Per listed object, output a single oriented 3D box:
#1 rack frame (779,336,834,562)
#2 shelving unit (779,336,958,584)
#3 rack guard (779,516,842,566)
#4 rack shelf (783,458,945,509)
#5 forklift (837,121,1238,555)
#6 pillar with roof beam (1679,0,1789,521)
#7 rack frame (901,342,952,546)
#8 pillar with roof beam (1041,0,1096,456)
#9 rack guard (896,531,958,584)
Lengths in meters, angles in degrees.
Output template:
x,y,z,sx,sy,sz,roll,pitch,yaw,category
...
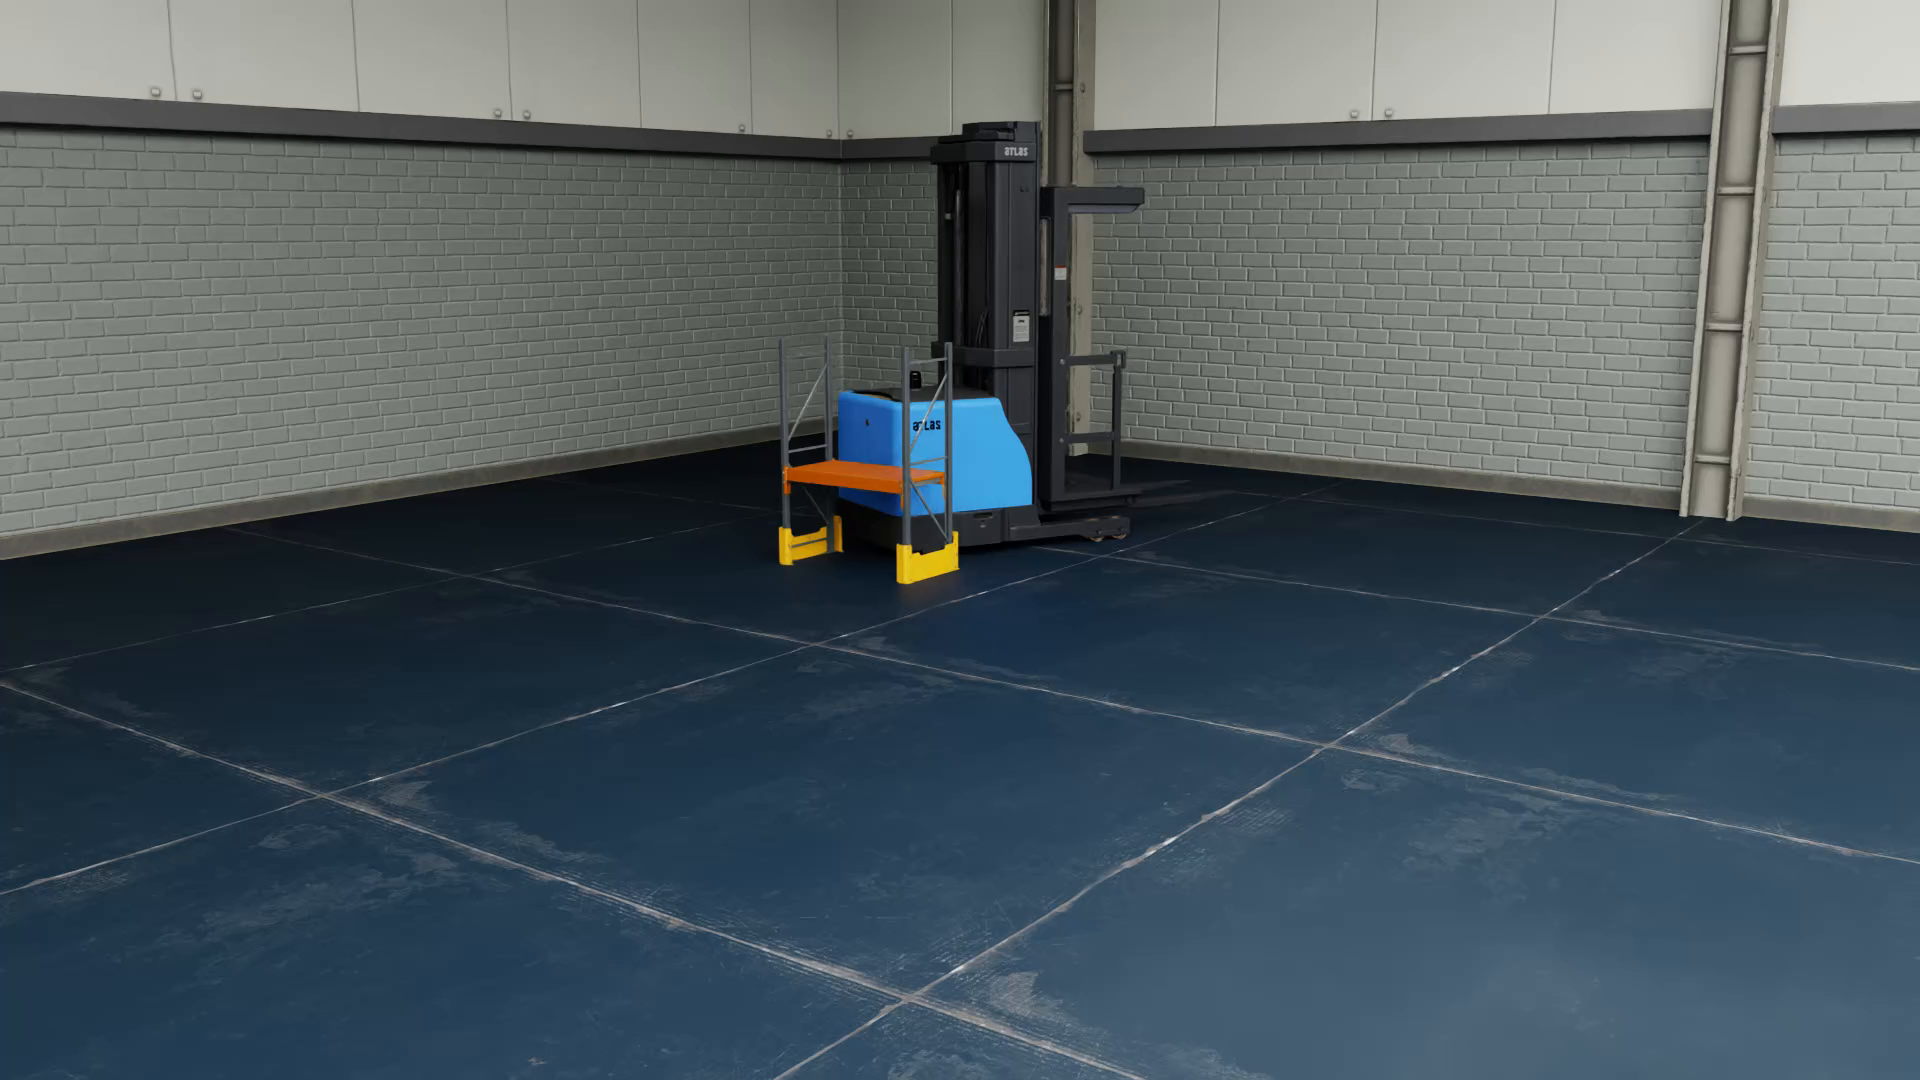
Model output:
x,y,z,sx,sy,sz,roll,pitch,yaw,category
-1.035,-0.615,11.262,0.032,1.500,0.500,8,13,35,rack frame
-0.614,-0.558,10.967,1.083,1.500,0.587,8,13,35,shelving unit
-1.019,0.000,11.370,0.087,0.250,0.587,8,13,35,rack guard
-0.621,-0.383,11.006,1.000,0.185,0.538,8,13,35,rack shelf
0.652,-1.508,12.107,3.031,2.935,1.130,-6,12,-29,forklift
3.326,-3.950,8.753,0.400,9.000,9.100,8,13,36,pillar with roof beam
-0.208,-0.503,10.682,0.032,1.500,0.500,8,13,35,rack frame
-1.510,-4.624,12.240,0.400,9.000,9.100,8,13,36,pillar with roof beam
-0.209,0.110,10.801,0.087,0.250,0.587,8,13,35,rack guard
